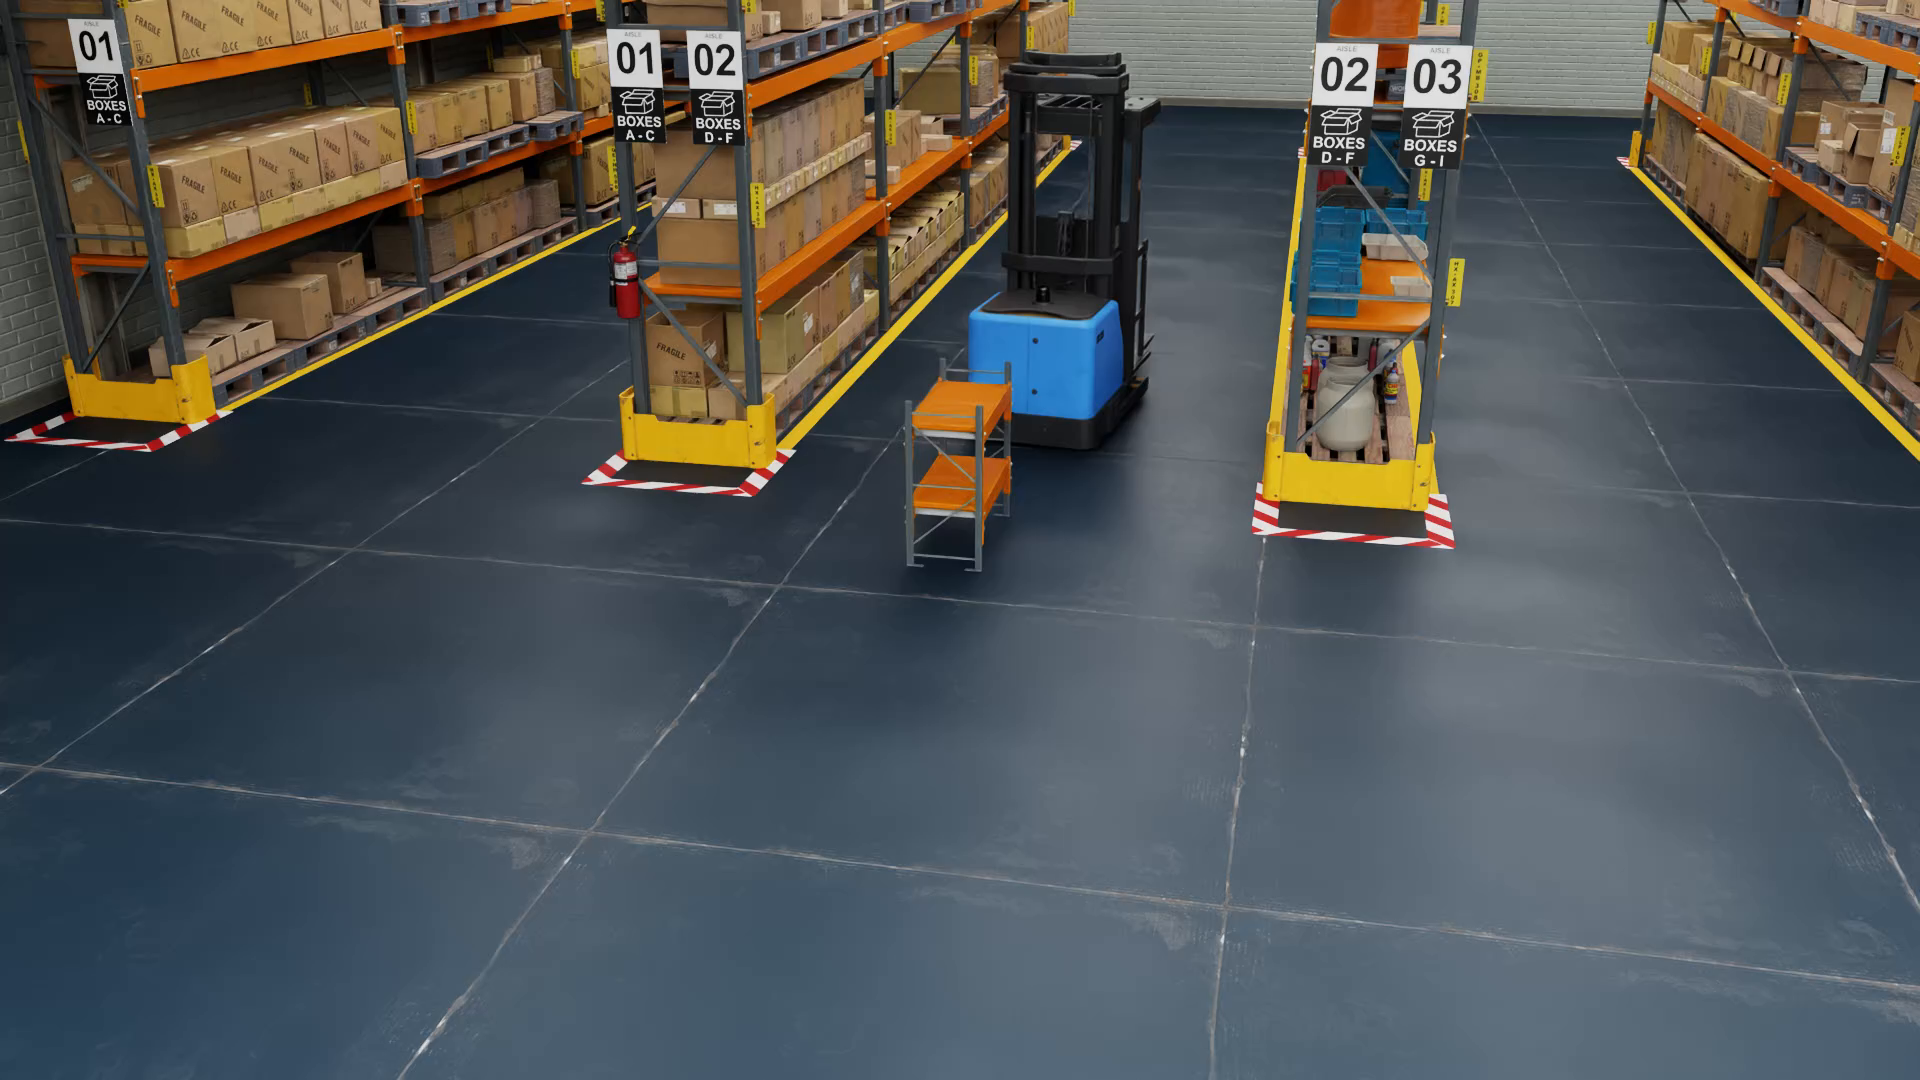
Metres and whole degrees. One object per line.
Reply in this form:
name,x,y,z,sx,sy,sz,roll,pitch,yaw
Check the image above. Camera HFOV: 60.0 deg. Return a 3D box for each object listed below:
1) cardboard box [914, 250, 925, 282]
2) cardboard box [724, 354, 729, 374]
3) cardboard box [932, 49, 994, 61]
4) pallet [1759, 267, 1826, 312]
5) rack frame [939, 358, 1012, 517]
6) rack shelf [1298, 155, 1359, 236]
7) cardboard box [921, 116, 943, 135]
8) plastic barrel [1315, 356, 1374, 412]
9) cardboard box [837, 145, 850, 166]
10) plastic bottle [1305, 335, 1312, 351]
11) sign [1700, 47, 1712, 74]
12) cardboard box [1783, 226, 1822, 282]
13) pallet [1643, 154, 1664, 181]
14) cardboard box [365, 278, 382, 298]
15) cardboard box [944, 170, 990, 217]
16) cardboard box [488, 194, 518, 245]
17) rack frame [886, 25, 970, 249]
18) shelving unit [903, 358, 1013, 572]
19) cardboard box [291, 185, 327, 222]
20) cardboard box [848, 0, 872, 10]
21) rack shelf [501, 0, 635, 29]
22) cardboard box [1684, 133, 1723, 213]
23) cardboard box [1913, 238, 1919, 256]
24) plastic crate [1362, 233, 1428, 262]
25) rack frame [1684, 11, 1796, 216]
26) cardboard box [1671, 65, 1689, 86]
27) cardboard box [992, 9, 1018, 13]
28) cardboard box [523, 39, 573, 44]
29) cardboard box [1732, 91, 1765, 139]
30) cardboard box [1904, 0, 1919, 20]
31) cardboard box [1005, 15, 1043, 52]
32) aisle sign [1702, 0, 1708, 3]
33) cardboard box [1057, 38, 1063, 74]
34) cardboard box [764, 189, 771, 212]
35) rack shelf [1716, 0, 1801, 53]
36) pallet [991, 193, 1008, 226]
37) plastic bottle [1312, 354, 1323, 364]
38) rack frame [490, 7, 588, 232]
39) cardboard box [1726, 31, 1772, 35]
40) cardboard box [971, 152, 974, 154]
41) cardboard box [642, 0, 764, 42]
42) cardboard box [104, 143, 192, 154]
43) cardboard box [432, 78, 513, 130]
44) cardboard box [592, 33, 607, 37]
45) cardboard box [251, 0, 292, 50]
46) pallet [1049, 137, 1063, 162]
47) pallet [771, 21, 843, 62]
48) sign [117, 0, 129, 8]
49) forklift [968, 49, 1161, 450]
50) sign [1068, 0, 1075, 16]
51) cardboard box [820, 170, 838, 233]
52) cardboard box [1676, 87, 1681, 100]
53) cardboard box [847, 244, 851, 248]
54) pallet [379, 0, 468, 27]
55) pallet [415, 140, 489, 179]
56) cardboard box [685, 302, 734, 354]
cardboard box,-0.668,-2.935,17.745,0.500,0.250,0.500,4,22,9
cardboard box,-2.108,-1.369,13.857,0.500,0.250,0.500,4,22,11
cardboard box,0.037,-6.265,22.198,0.700,0.500,0.500,8,23,19
pallet,9.151,-2.638,17.621,1.003,0.211,1.213,4,22,11
rack frame,0.105,-0.710,11.611,0.500,1.125,0.032,4,22,11
rack shelf,4.055,-3.529,17.065,1.077,0.370,4.000,4,22,11
cardboard box,-0.503,-4.802,19.382,0.500,0.311,0.500,6,23,14
plastic barrel,2.992,-1.139,12.935,0.421,0.512,0.421,0,22,0
cardboard box,-1.204,-3.460,14.927,0.380,0.149,0.250,4,22,11
plastic bottle,2.950,-1.619,14.315,0.144,0.351,0.185,4,22,10
sign,9.584,-6.160,21.368,0.100,0.325,0.005,4,22,11
cardboard box,9.194,-3.015,17.582,0.700,0.500,0.500,3,22,8
pallet,10.857,-5.551,24.854,1.003,0.211,1.213,4,22,11
cardboard box,-6.132,-2.579,16.945,0.380,0.166,0.250,2,22,4
cardboard box,0.088,-4.355,20.908,0.500,0.500,0.500,4,22,9
cardboard box,-5.624,-3.764,19.440,0.700,0.500,0.500,4,22,11
rack frame,-0.386,-4.973,19.687,1.000,3.000,0.127,4,22,11
shelving unit,0.001,-0.524,11.150,0.538,1.125,1.048,4,22,11
cardboard box,-6.151,-3.079,15.159,0.500,0.250,0.500,5,22,11
cardboard box,-1.067,-5.252,16.002,0.500,0.250,0.500,7,23,16
rack shelf,-4.828,-7.139,22.012,1.077,0.370,4.000,4,22,11
cardboard box,10.017,-4.653,21.175,1.225,0.875,0.875,5,22,11
cardboard box,8.069,-2.398,13.628,0.380,0.149,0.250,4,22,11
plastic crate,3.563,-2.396,13.641,0.530,0.136,0.437,4,22,11
rack frame,10.128,-5.680,21.441,1.000,3.000,0.127,4,22,11
cardboard box,10.275,-6.491,23.258,0.500,0.250,0.500,4,22,10
cardboard box,0.589,-7.707,25.003,0.500,0.500,0.500,4,22,10
cardboard box,-5.288,-6.266,21.334,0.500,0.250,0.500,4,22,9
cardboard box,9.485,-5.021,19.671,0.500,0.500,0.500,5,22,12
cardboard box,8.880,-4.897,14.782,0.797,0.503,0.637,5,23,13
cardboard box,0.907,-7.286,23.957,0.500,0.500,0.500,4,22,9
aisle sign,11.252,-8.352,24.597,0.394,0.787,0.004,4,22,11
cardboard box,1.319,-7.571,26.003,0.500,0.500,0.500,5,22,11
cardboard box,-1.676,-2.619,12.839,0.380,0.149,0.250,4,22,10
rack shelf,9.720,-6.006,19.199,1.077,0.370,4.000,4,22,11
pallet,0.055,-4.395,21.984,1.003,0.211,1.213,4,22,11
plastic bottle,3.040,-1.488,14.191,0.097,0.201,0.097,0,22,0
rack frame,-5.236,-5.350,20.622,1.000,3.000,0.127,4,22,11
cardboard box,10.685,-6.622,22.579,0.500,0.500,0.500,4,22,9
cardboard box,-0.114,-4.944,22.373,0.500,0.500,0.500,5,22,12
cardboard box,-1.897,-3.957,12.260,0.797,0.503,0.637,6,23,15
cardboard box,-6.868,-3.083,14.165,0.500,0.500,0.500,5,22,12
cardboard box,-5.554,-4.970,18.956,0.700,0.500,0.500,4,22,11
cardboard box,-4.586,-6.605,22.175,0.500,0.250,0.500,4,22,10
cardboard box,-6.220,-4.556,14.474,0.500,0.500,0.500,6,23,14
pallet,1.070,-6.286,26.680,1.003,0.211,1.213,4,22,11
pallet,-1.602,-4.102,13.627,1.003,0.211,1.213,4,22,11
sign,-6.337,-4.179,12.531,0.100,0.325,0.005,4,22,11
forklift,1.003,-2.582,13.841,1.130,2.935,3.031,7,23,17
sign,1.786,-8.533,26.553,0.100,0.325,0.005,4,22,11
cardboard box,-1.494,-3.018,14.697,0.700,0.500,0.500,5,22,12
cardboard box,10.131,-6.170,22.994,0.380,0.149,0.250,4,22,10
cardboard box,-1.400,-2.860,16.808,0.500,0.311,0.500,4,22,11
pallet,-5.822,-5.409,17.004,1.213,0.211,1.003,4,22,11
pallet,-5.754,-4.066,17.692,1.003,0.211,1.213,4,22,11
cardboard box,-2.010,-1.901,14.172,0.500,0.500,0.500,4,22,11
